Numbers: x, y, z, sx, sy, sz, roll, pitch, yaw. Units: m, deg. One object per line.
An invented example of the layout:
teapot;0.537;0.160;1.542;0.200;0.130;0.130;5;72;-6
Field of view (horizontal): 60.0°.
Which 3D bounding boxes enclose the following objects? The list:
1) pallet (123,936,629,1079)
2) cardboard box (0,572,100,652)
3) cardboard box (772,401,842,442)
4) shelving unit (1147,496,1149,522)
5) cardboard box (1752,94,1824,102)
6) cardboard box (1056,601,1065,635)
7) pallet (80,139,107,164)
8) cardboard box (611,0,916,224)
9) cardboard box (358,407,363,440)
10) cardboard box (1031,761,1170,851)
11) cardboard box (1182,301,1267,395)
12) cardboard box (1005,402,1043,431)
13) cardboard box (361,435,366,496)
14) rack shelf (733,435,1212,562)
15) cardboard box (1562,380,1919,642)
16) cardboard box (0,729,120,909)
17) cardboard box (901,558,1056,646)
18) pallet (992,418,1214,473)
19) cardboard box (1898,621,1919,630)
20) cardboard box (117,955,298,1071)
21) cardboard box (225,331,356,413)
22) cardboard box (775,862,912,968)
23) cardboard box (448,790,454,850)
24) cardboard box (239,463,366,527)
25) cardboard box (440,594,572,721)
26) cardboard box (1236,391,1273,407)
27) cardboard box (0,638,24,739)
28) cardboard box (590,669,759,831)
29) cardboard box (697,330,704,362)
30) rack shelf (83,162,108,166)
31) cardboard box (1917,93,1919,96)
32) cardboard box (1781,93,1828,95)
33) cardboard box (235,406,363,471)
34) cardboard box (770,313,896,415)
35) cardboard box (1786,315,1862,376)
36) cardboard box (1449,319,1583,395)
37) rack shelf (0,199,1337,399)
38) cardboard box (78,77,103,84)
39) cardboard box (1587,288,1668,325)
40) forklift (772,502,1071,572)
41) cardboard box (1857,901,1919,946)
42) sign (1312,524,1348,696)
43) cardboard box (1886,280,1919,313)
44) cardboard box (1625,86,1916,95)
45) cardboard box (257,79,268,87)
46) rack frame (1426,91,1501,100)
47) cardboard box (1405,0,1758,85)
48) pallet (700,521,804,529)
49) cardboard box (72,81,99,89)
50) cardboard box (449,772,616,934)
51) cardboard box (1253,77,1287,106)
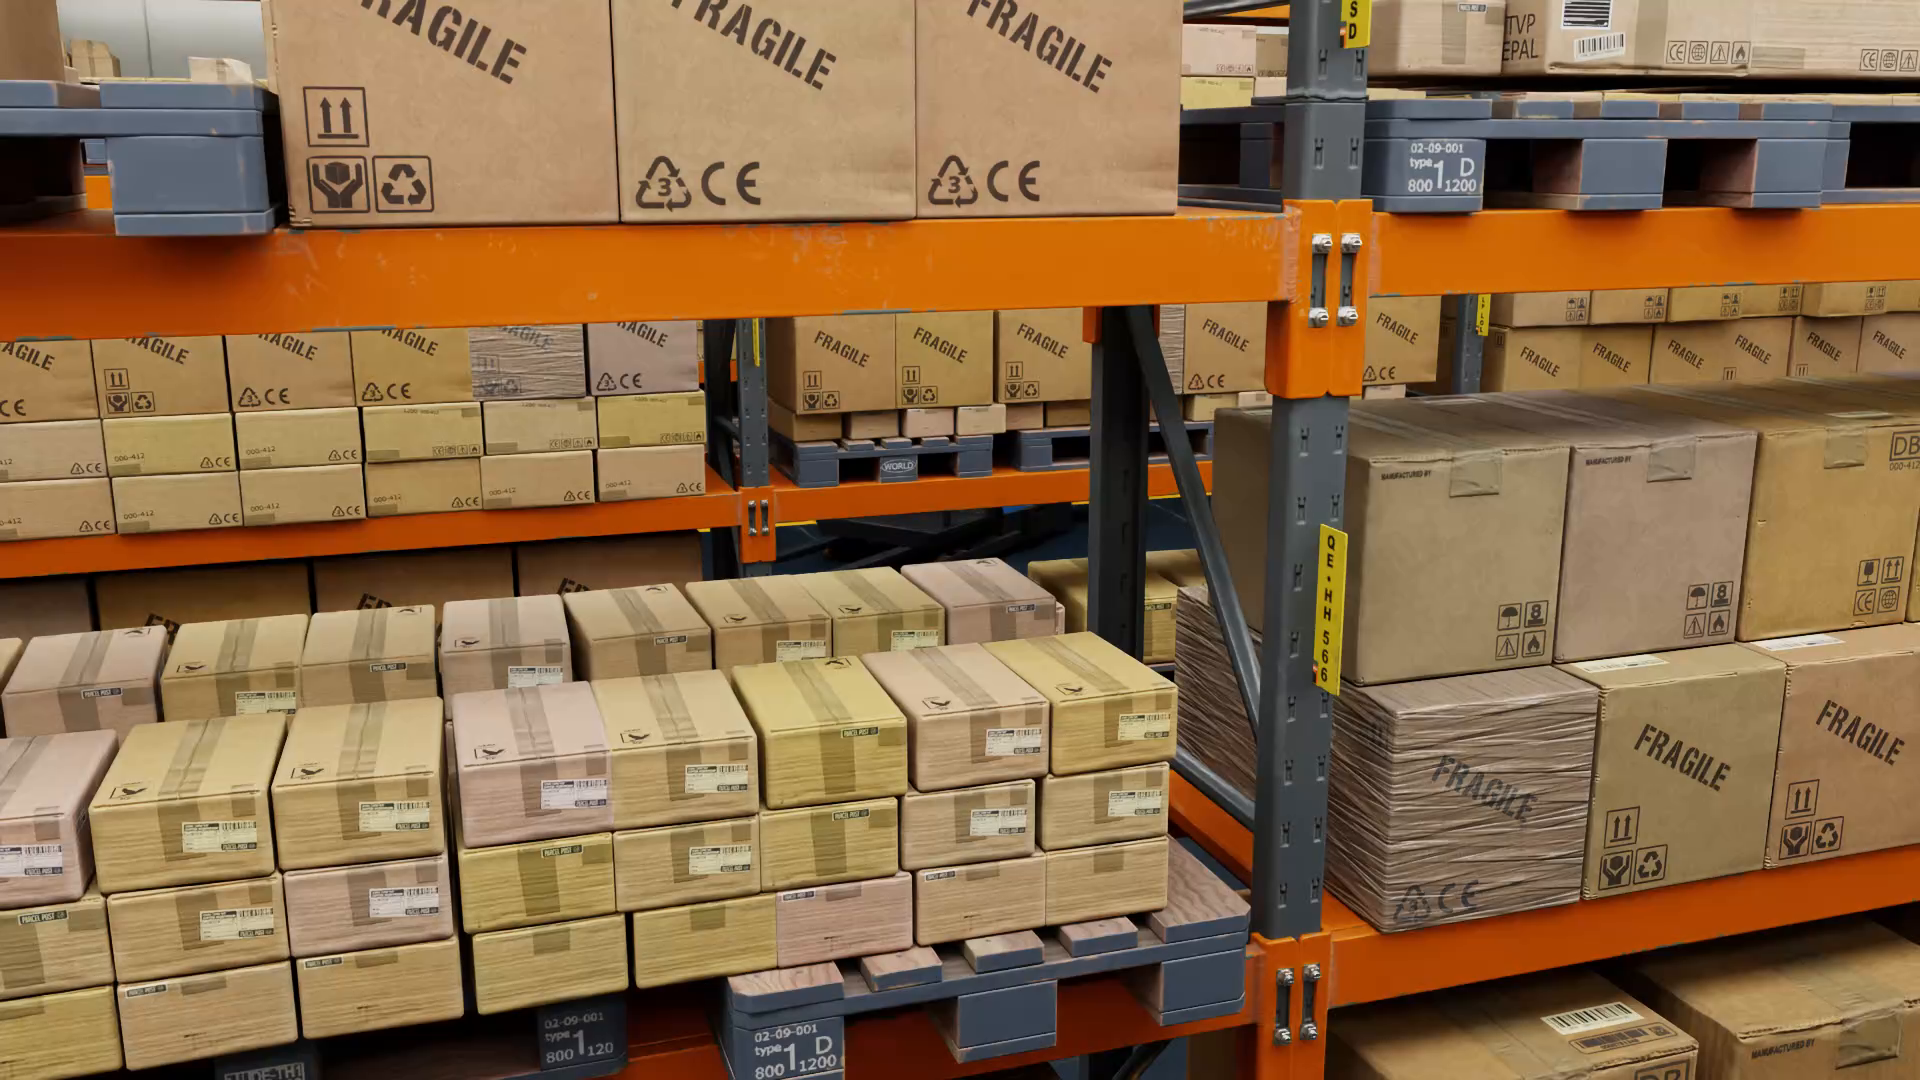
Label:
pallet;-1.323;0.791;3.248;1.213;0.211;1.003;-4;14;-18
cardboard box;-4.364;0.526;7.633;0.875;0.875;0.875;-4;14;-16
cardboard box;-0.767;-0.600;8.320;0.250;0.149;0.380;-5;14;-21
shelving unit;1.096;-0.904;13.203;0.755;1.500;0.431;-2;14;-8
cardboard box;4.603;-2.446;9.642;0.500;0.250;0.500;-4;14;-18
cardboard box;0.101;0.443;9.068;0.625;0.372;0.950;-5;14;-19
pallet;-5.872;-2.729;11.557;1.003;0.211;1.213;-4;14;-18
cardboard box;-0.390;-0.827;2.940;0.500;0.500;0.500;-4;14;-18
cardboard box;-3.145;-0.616;7.993;0.500;0.250;0.500;-4;14;-17
cardboard box;0.217;0.453;3.251;0.250;0.149;0.380;-4;14;-17
cardboard box;1.331;-1.070;8.892;0.500;0.500;0.500;-4;14;-16
cardboard box;0.256;-0.675;8.632;0.250;0.149;0.380;-4;14;-15
cardboard box;-3.125;-0.365;8.019;0.500;0.250;0.500;-4;14;-18
rack shelf;0.761;-0.333;9.114;4.000;0.370;1.077;-4;14;-18
cardboard box;1.933;-0.099;4.200;0.500;0.500;0.700;-5;14;-19
cardboard box;-1.506;0.443;2.648;0.250;0.149;0.380;-4;14;-16
cardboard box;0.036;0.163;3.823;0.250;0.149;0.380;-4;14;-18
pallet;0.729;-0.597;9.085;1.213;0.211;1.003;-4;14;-18
cardboard box;2.484;0.409;4.225;0.500;0.500;0.500;-5;14;-19
cardboard box;-1.255;0.713;2.800;0.250;0.149;0.380;-5;14;-21
cardboard box;-2.980;-0.864;7.416;0.500;0.500;0.500;-5;14;-19
cardboard box;-0.261;0.635;3.126;0.250;0.149;0.380;-4;14;-17
cardboard box;-0.965;0.530;3.568;0.250;0.149;0.380;-4;14;-16
cardboard box;-2.967;-0.249;7.533;0.500;0.250;0.500;-5;14;-19
cardboard box;-0.955;0.241;3.499;0.250;0.149;0.380;-4;14;-15
cardboard box;1.528;-0.752;8.957;0.250;0.149;0.380;-4;14;-18
cardboard box;-1.950;0.319;3.170;0.250;0.149;0.380;-5;14;-20
cardboard box;-0.517;0.366;2.971;0.250;0.149;0.380;-4;14;-16
cardboard box;-2.223;-1.530;12.916;0.500;0.250;0.500;-4;14;-18
rack shelf;-4.617;-2.585;12.102;4.000;0.370;1.077;-4;14;-18
cardboard box;5.729;-2.727;9.964;0.250;0.149;0.380;-5;14;-19
cardboard box;4.779;-2.640;9.598;0.250;0.149;0.380;-4;14;-17
cardboard box;-2.968;-0.495;7.484;0.500;0.250;0.500;-5;14;-20
cardboard box;-0.634;-0.915;8.242;0.500;0.500;0.500;-5;14;-20
cardboard box;5.070;-1.146;10.121;0.500;0.500;0.500;-5;14;-18
cardboard box;3.162;-0.995;9.485;0.500;0.500;0.500;-4;14;-18
rack shelf;-1.356;-0.419;2.993;4.000;0.370;1.077;-4;14;-18
cardboard box;-5.859;-3.024;11.169;0.250;0.149;0.380;-4;14;-17
cardboard box;3.634;-1.528;9.565;0.500;0.500;0.700;-4;14;-18
forklift;-0.361;-1.282;11.698;1.130;2.935;3.031;9;16;32
cardboard box;2.856;1.274;4.759;0.750;0.750;1.050;-4;14;-18
sign;0.722;0.137;3.255;0.005;0.325;0.100;-4;14;-18
cardboard box;5.551;-1.684;10.221;0.500;0.500;0.700;-4;14;-18
cardboard box;2.098;-1.408;4.256;0.500;0.500;0.500;-4;14;-18
cardboard box;-4.890;-3.099;11.484;0.250;0.149;0.380;-4;14;-18
rack frame;2.657;-3.749;8.957;0.127;3.000;1.000;-4;14;-18
cardboard box;1.296;-1.131;3.502;0.500;0.311;0.500;-4;14;-18
pallet;-1.929;-0.319;13.528;1.213;0.211;1.003;-4;14;-18
cardboard box;-3.615;-1.806;6.871;0.250;0.166;0.380;-5;14;-22
cardboard box;-0.758;0.529;2.930;0.250;0.149;0.380;-5;14;-18
cardboard box;1.668;-2.310;8.806;0.500;0.250;0.500;-4;14;-17
